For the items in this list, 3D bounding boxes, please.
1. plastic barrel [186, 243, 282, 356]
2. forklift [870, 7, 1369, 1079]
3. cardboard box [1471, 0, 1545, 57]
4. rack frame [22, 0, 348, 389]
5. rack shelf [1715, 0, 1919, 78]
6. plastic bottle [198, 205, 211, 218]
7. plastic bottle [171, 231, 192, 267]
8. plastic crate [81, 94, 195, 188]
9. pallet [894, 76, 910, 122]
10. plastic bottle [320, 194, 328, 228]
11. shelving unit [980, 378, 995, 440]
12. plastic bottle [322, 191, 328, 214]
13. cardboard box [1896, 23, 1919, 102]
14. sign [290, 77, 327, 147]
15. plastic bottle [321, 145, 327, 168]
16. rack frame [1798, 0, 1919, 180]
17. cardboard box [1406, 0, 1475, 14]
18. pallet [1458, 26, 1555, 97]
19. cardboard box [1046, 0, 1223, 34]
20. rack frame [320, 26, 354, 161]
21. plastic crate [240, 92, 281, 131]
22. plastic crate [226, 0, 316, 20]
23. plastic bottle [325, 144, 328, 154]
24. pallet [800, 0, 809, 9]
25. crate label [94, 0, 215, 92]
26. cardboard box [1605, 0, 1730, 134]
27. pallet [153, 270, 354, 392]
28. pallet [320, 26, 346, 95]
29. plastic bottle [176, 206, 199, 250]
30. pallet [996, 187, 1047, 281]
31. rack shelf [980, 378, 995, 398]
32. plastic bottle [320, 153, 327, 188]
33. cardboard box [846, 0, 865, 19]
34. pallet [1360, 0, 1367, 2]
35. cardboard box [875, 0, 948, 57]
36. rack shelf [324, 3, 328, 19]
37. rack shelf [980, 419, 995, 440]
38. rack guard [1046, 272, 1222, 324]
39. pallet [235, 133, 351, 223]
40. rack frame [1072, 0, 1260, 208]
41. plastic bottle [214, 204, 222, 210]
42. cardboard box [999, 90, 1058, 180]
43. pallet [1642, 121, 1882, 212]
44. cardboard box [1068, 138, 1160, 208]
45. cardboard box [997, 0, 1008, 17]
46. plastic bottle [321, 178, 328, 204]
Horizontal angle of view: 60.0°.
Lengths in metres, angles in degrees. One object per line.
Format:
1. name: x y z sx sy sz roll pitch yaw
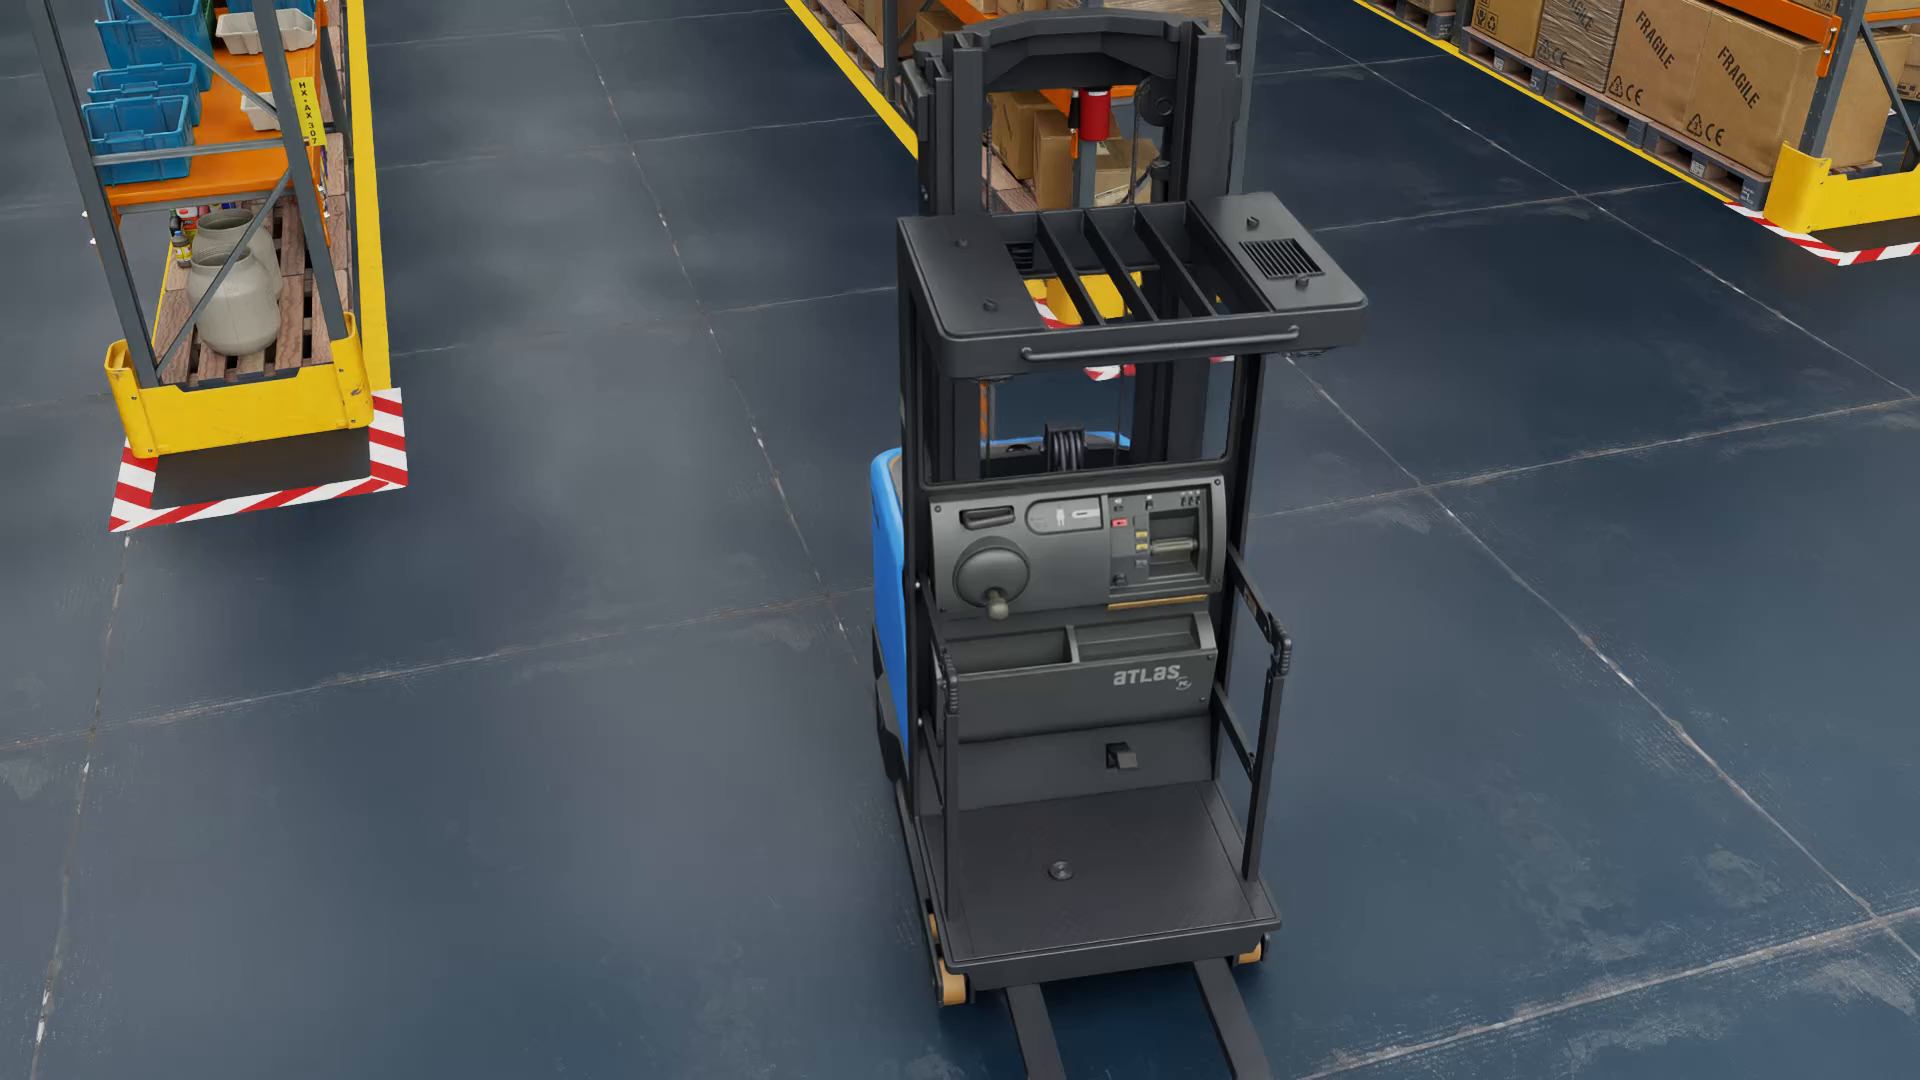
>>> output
1. plastic barrel: -3.864 -1.279 8.840 0.421 0.512 0.421 0 33 0
2. forklift: 0.411 0.079 4.972 1.130 2.935 3.031 -6 34 -8
3. cardboard box: 4.786 -4.470 13.340 0.875 0.875 0.875 -9 35 -14
4. rack frame: -3.591 -1.809 7.766 1.000 3.000 0.127 -10 35 -15
5. rack shelf: 5.271 -4.173 11.996 1.077 0.370 4.000 -10 35 -15
6. plastic bottle: -4.518 -1.905 9.976 0.061 0.283 0.133 -10 35 -15
7. plastic bottle: -4.568 -1.715 9.764 0.097 0.201 0.097 0 33 0
8. plastic crate: -4.028 -1.959 8.129 0.499 0.251 0.616 -10 35 -15
9. pallet: 0.145 -3.232 12.449 1.003 0.211 1.213 -10 35 -15
10. plastic bottle: -3.951 -2.038 10.190 0.097 0.271 0.097 0 33 0
11. shelving unit: 0.004 -0.493 7.408 0.258 1.200 0.189 -10 35 -15
12. plastic bottle: -4.012 -2.114 10.367 0.097 0.201 0.097 0 33 0
13. cardboard box: 7.617 -3.763 12.988 0.637 0.503 0.797 19 38 26
14. sign: -3.065 -2.014 7.827 0.100 0.325 0.005 -10 35 -15
15. plastic bottle: -4.281 -2.597 10.963 0.144 0.351 0.185 -12 35 -17
16. rack frame: 5.881 -3.423 10.209 1.000 3.000 0.127 -10 35 -15
17. cardboard box: 4.386 -5.070 14.362 1.050 0.750 0.750 -10 35 -15
18. pallet: 4.818 -3.947 13.532 1.003 0.211 1.213 -10 35 -15
19. cardboard box: 0.985 -3.101 9.361 0.875 0.500 0.500 -10 35 -15
20. rack frame: -4.811 -3.909 10.945 1.000 3.000 0.127 -10 35 -15
21. plastic crate: -3.557 -2.223 8.632 0.298 0.136 0.250 -10 35 -15
22. plastic crate: -4.215 -3.311 10.175 0.499 0.251 0.616 -10 35 -15
23. plastic bottle: -4.350 -2.762 11.274 0.061 0.283 0.133 -8 34 -12
24. pallet: -1.077 -5.268 15.531 1.003 0.211 1.213 -10 35 -15
25. crate label: -4.410 -2.744 9.150 0.502 0.435 0.616 -10 35 -15
26. cardboard box: 5.341 -3.518 11.899 0.875 0.875 0.875 -11 35 -15
27. pallet: -3.901 -1.105 9.230 1.003 0.211 1.213 -10 35 -15
28. pallet: -5.463 -3.793 13.299 1.003 0.211 1.213 -10 35 -15
29. plastic bottle: -4.619 -1.883 9.951 0.152 0.276 0.135 -10 35 -14
30. pallet: 0.889 -1.951 10.511 1.003 0.211 1.213 -10 35 -15
31. rack shelf: 0.004 -0.656 7.300 0.258 0.103 0.180 -10 35 -15
32. plastic bottle: -4.183 -2.427 10.706 0.144 0.351 0.185 -10 35 -15
33. cardboard box: -0.559 -4.756 14.094 0.700 0.500 0.500 -13 36 -19
34. pallet: 3.978 -5.394 15.721 1.003 0.211 1.213 -10 35 -15
35. cardboard box: -0.261 -4.208 13.266 0.700 0.500 0.500 -13 36 -18
36. rack shelf: -5.421 -4.659 12.732 1.077 0.370 4.000 -10 35 -15
37. rack shelf: 0.004 -0.456 7.432 0.258 0.103 0.180 -10 35 -15
38. rack guard: 1.103 -1.639 9.776 1.175 0.500 0.348 -10 35 -15
39. pallet: -4.646 -2.386 11.169 1.003 0.211 1.213 -10 35 -15
40. rack frame: 1.126 -2.642 9.027 1.000 3.000 0.127 -10 35 -15
41. plastic bottle: -4.614 -2.055 10.278 0.097 0.201 0.097 0 33 0
42. cardboard box: 0.564 -2.745 11.069 0.500 0.500 0.500 -7 34 -10
43. pallet: 5.562 -2.666 11.593 1.003 0.211 1.213 -10 35 -15
44. cardboard box: 0.952 -2.105 10.101 0.500 0.500 0.500 -4 34 -6
45. cardboard box: 0.446 -3.305 10.259 0.380 0.149 0.250 -10 35 -15
46. plastic bottle: -4.075 -2.222 10.530 0.097 0.201 0.097 0 33 0
